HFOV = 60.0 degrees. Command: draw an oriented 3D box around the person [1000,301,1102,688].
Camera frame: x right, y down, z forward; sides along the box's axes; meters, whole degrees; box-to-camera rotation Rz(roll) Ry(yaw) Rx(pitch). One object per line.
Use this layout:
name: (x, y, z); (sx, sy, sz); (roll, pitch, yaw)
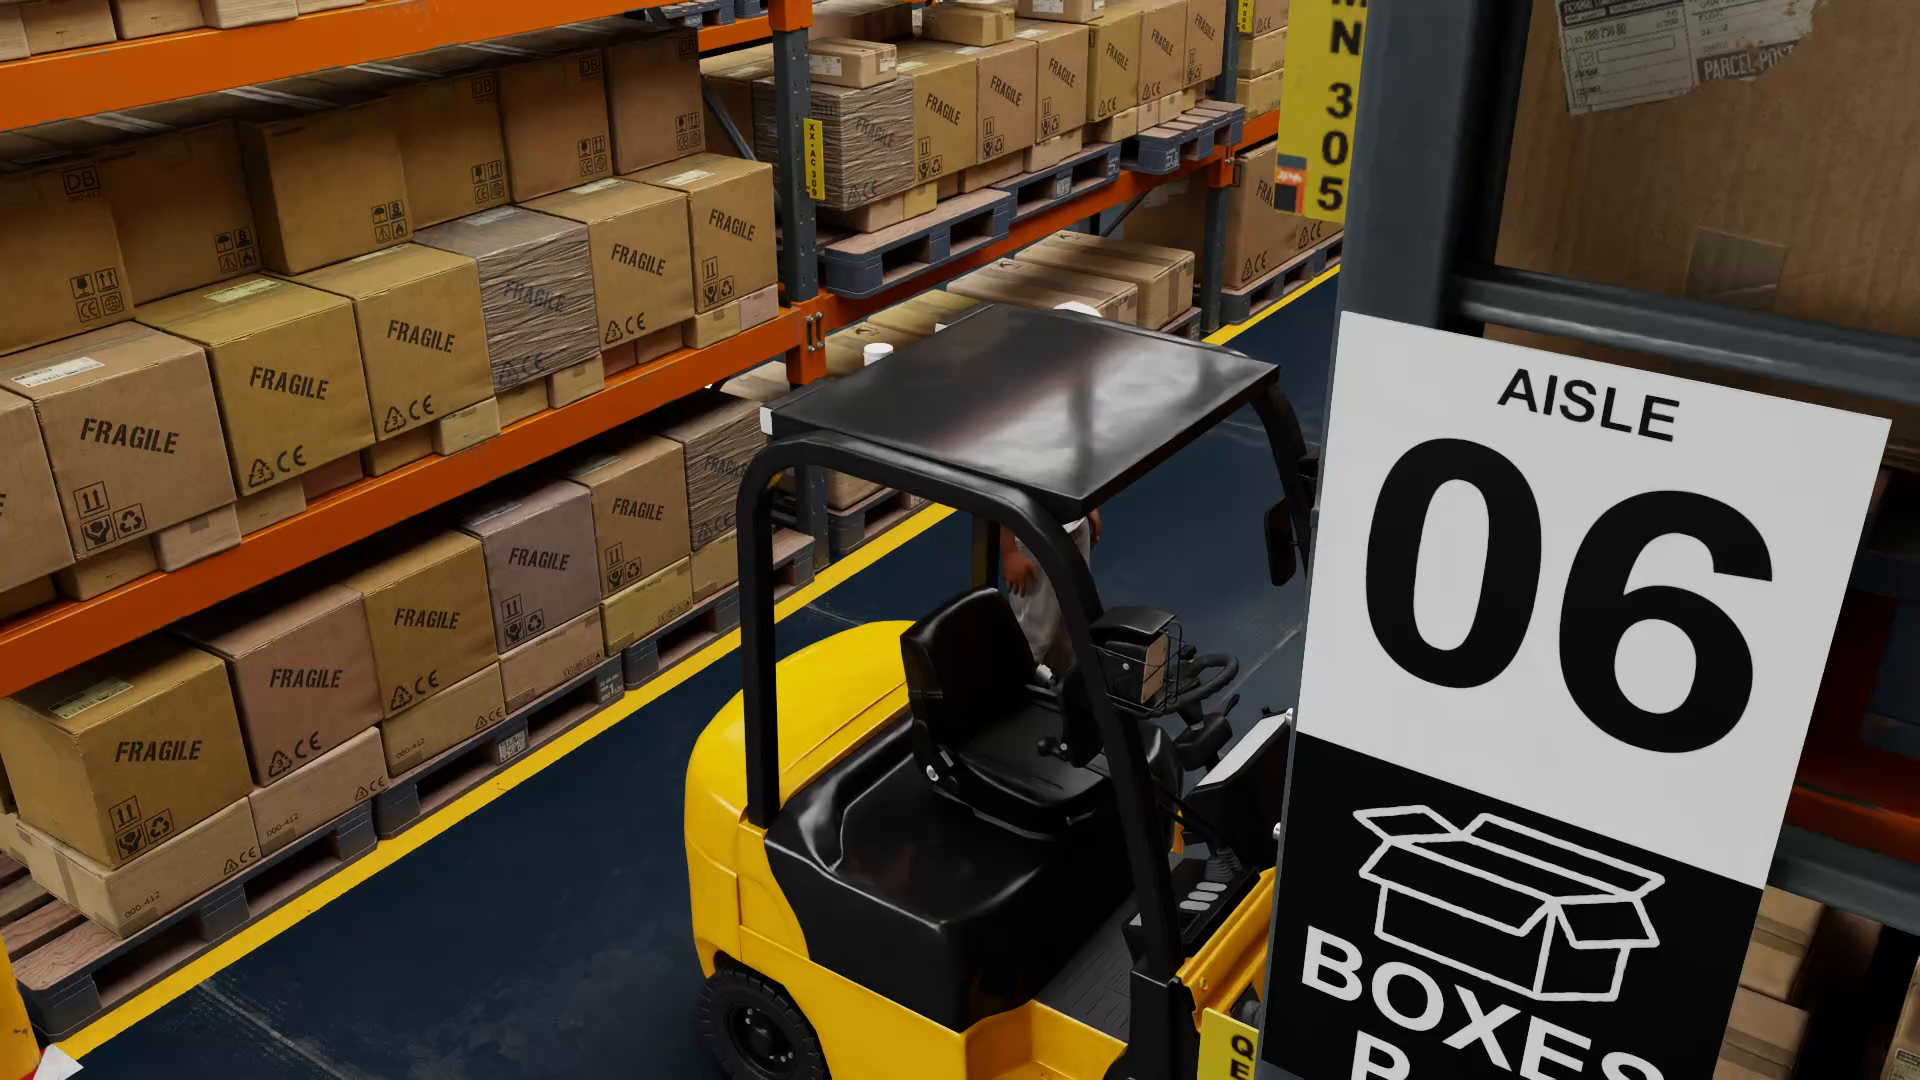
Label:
person: (0.342, -0.042, 6.180); (0.461, 1.760, 0.626); (17, 31, 30)
